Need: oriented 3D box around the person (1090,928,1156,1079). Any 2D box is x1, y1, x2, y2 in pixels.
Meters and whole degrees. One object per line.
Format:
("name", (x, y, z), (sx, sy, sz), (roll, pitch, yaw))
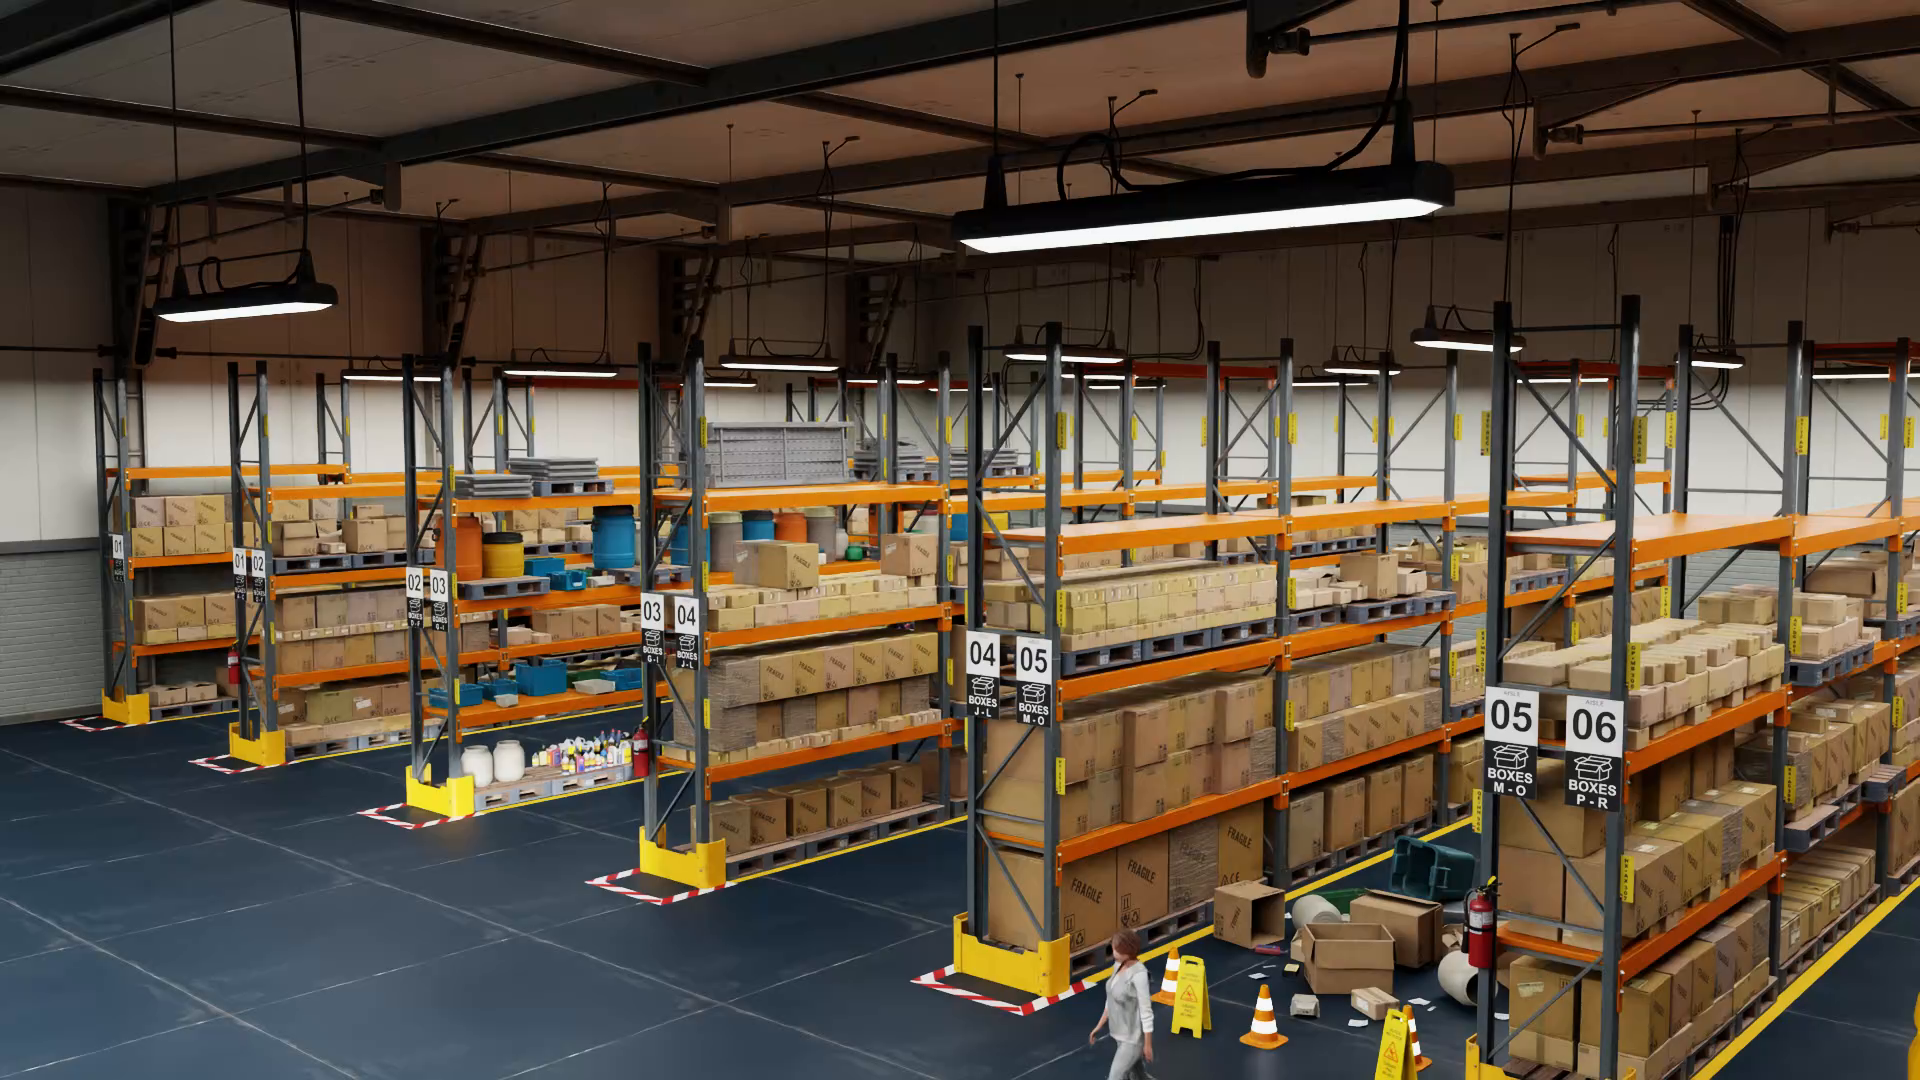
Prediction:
("person", (1.180, 3.514, 11.747), (0.817, 1.561, 0.425), (-1, 4, -12))
